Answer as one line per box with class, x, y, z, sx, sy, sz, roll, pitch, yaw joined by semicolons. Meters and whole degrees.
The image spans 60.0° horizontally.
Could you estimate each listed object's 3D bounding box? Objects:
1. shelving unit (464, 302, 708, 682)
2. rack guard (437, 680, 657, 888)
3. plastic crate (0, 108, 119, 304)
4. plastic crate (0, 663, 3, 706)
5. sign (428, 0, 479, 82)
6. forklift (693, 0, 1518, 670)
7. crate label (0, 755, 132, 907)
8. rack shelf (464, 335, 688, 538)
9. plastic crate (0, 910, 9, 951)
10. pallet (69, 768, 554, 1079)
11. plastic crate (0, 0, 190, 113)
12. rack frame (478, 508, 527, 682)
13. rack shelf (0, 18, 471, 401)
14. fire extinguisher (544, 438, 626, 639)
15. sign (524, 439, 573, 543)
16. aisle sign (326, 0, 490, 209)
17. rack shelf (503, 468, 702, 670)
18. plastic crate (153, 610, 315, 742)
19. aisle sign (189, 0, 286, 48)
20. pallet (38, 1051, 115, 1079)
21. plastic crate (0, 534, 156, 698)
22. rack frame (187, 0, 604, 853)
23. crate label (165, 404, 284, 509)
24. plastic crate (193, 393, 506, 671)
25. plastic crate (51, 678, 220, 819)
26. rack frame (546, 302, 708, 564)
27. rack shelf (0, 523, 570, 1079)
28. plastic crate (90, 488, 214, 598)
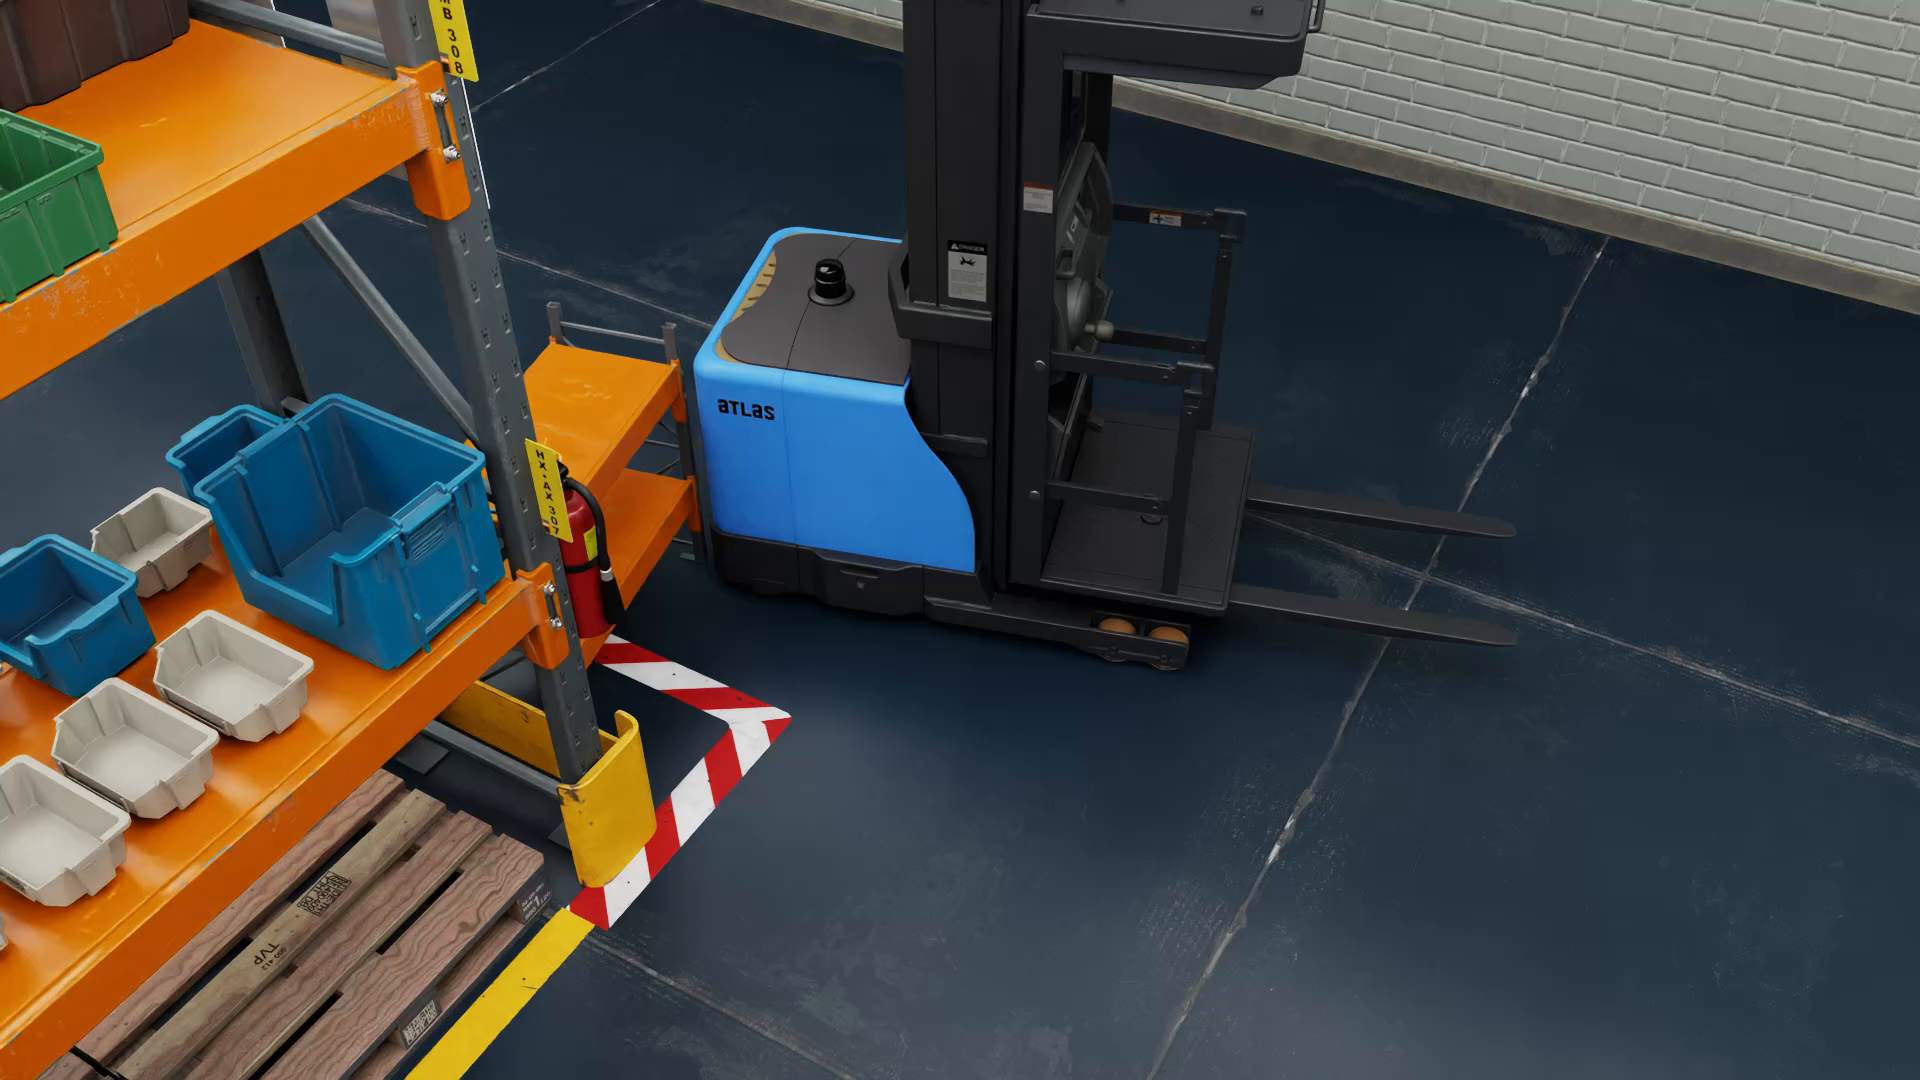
shelving unit;-1.402;-0.064;5.972;0.538;1.125;1.048;11;43;13
rack guard;-1.596;0.678;5.601;1.175;0.500;0.348;21;45;22
plastic crate;-1.843;-0.629;3.085;0.450;0.188;0.336;21;45;22
plastic crate;-2.577;0.411;4.167;0.250;0.136;0.298;21;45;22
sign;-1.113;-1.156;3.602;0.100;0.325;0.005;21;45;22
forklift;0.612;-1.003;5.671;3.031;2.935;1.130;9;42;10
crate label;-2.124;0.690;3.851;0.396;0.136;0.243;21;45;22
rack shelf;-1.402;-0.284;5.778;0.538;0.278;1.000;11;43;13
plastic crate;-2.256;0.865;3.652;0.298;0.136;0.250;21;45;22
pallet;-2.043;1.264;5.155;1.003;0.211;1.213;21;45;22
plastic crate;-2.031;-1.190;3.661;0.497;0.269;0.590;21;45;22
rack frame;-1.551;0.257;5.607;0.500;1.125;0.032;11;43;13
rack shelf;-2.598;0.047;2.702;1.077;0.370;4.000;21;45;22
fire extinguisher;-1.128;-0.009;4.831;0.296;0.674;0.183;21;45;22
sign;-1.113;-0.130;4.505;0.100;0.325;0.005;21;45;22
aisle sign;-1.307;-1.162;3.832;0.394;0.787;0.004;21;45;22
rack shelf;-1.402;0.119;6.133;0.538;0.278;1.000;11;43;13
plastic crate;-1.848;0.361;4.224;0.396;0.136;0.243;21;45;22
aisle sign;-1.818;-1.357;4.054;0.394;0.787;0.004;21;45;22
pallet;-2.655;1.959;4.366;1.003;0.211;1.213;21;45;22
plastic crate;-2.335;0.208;4.326;0.416;0.233;0.300;21;45;22
rack frame;-1.597;-0.242;4.755;1.000;3.000;0.127;21;45;22
crate label;-2.006;-0.169;4.754;0.416;0.233;0.303;21;45;22
plastic crate;-1.603;-0.024;4.436;0.616;0.435;0.499;21;45;22
plastic crate;-2.006;0.522;4.041;0.396;0.136;0.243;21;45;22
rack frame;-1.253;-0.385;6.337;0.500;1.125;0.032;11;43;13
rack shelf;-2.598;1.173;3.693;1.077;0.370;4.000;21;45;22
plastic crate;-2.238;0.023;4.608;0.250;0.136;0.298;21;45;22
